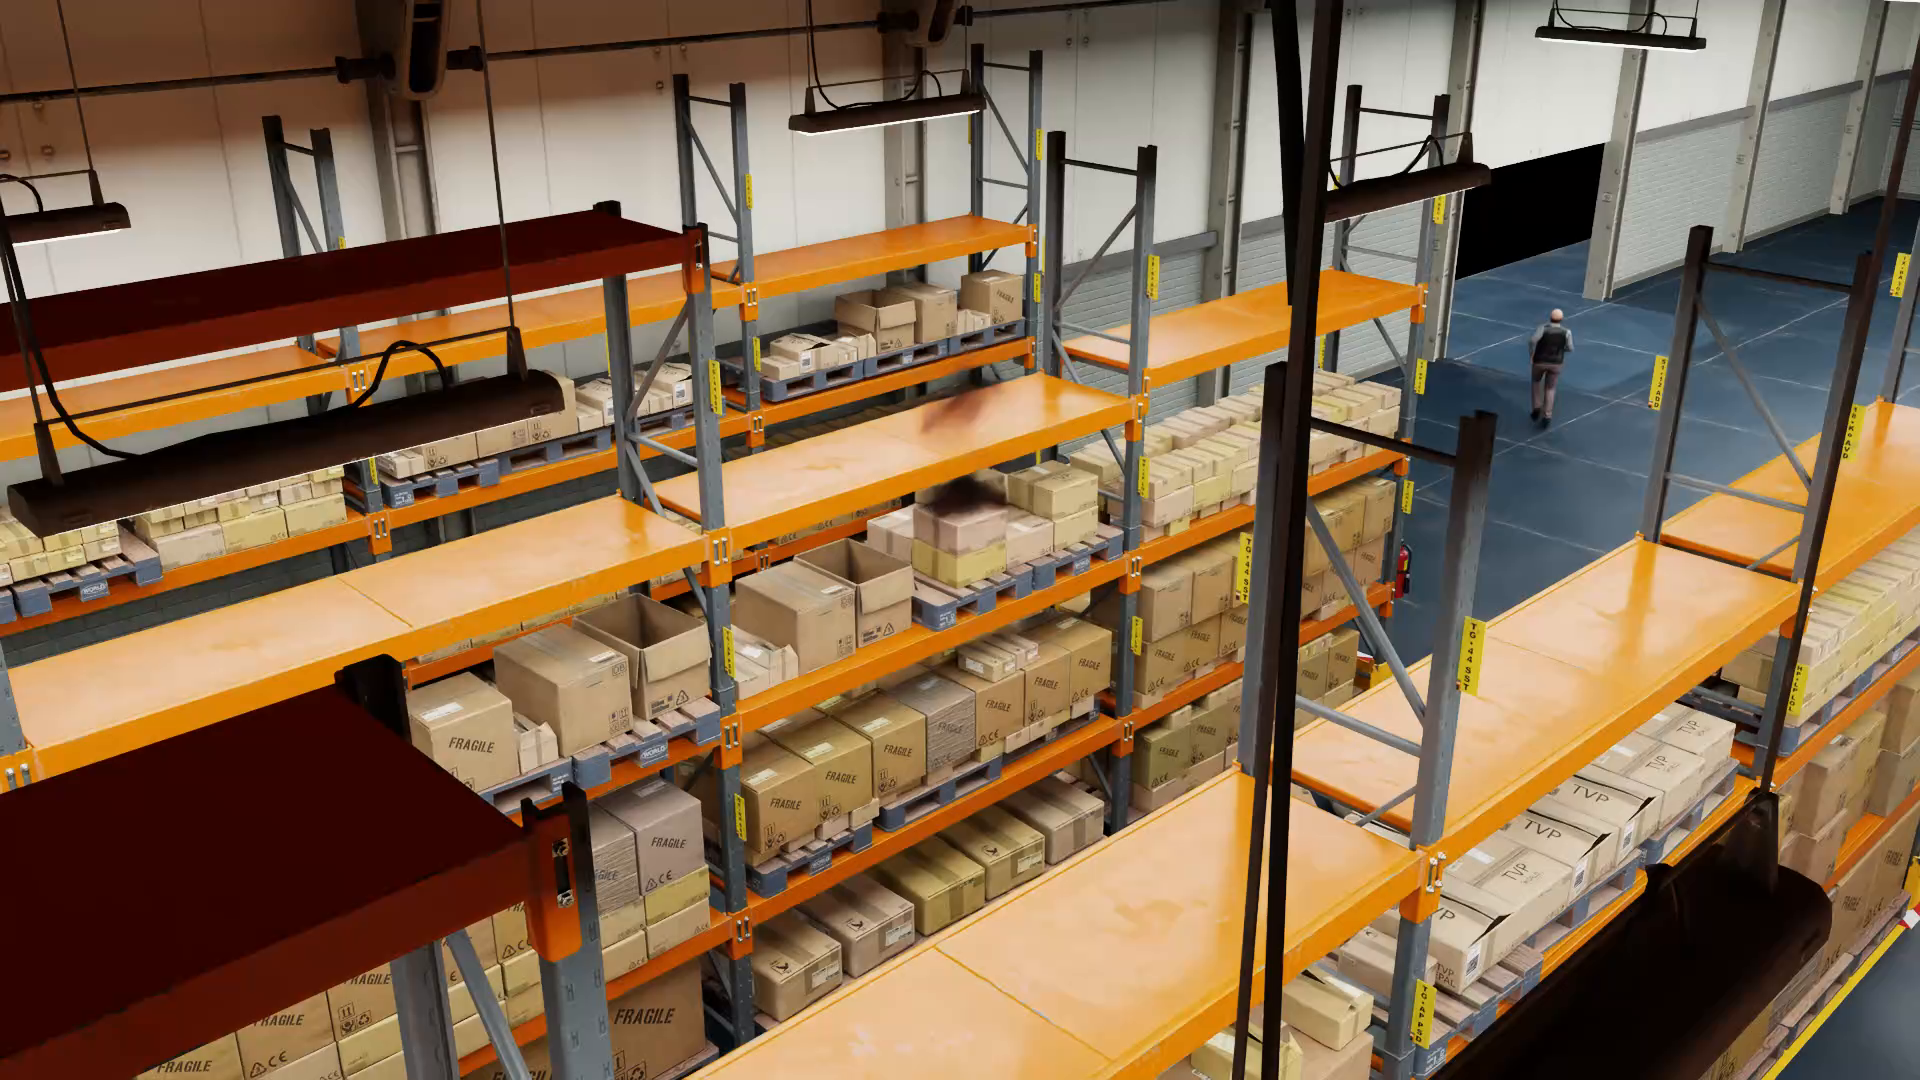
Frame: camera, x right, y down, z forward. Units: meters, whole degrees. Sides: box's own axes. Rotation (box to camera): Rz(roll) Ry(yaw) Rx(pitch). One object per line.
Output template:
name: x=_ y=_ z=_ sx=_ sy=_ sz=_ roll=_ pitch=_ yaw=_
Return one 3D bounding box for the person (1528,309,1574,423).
person: x=8.804 y=-2.590 z=24.913 sx=0.656 sy=1.770 sz=0.734 roll=6 pitch=23 yaw=15
